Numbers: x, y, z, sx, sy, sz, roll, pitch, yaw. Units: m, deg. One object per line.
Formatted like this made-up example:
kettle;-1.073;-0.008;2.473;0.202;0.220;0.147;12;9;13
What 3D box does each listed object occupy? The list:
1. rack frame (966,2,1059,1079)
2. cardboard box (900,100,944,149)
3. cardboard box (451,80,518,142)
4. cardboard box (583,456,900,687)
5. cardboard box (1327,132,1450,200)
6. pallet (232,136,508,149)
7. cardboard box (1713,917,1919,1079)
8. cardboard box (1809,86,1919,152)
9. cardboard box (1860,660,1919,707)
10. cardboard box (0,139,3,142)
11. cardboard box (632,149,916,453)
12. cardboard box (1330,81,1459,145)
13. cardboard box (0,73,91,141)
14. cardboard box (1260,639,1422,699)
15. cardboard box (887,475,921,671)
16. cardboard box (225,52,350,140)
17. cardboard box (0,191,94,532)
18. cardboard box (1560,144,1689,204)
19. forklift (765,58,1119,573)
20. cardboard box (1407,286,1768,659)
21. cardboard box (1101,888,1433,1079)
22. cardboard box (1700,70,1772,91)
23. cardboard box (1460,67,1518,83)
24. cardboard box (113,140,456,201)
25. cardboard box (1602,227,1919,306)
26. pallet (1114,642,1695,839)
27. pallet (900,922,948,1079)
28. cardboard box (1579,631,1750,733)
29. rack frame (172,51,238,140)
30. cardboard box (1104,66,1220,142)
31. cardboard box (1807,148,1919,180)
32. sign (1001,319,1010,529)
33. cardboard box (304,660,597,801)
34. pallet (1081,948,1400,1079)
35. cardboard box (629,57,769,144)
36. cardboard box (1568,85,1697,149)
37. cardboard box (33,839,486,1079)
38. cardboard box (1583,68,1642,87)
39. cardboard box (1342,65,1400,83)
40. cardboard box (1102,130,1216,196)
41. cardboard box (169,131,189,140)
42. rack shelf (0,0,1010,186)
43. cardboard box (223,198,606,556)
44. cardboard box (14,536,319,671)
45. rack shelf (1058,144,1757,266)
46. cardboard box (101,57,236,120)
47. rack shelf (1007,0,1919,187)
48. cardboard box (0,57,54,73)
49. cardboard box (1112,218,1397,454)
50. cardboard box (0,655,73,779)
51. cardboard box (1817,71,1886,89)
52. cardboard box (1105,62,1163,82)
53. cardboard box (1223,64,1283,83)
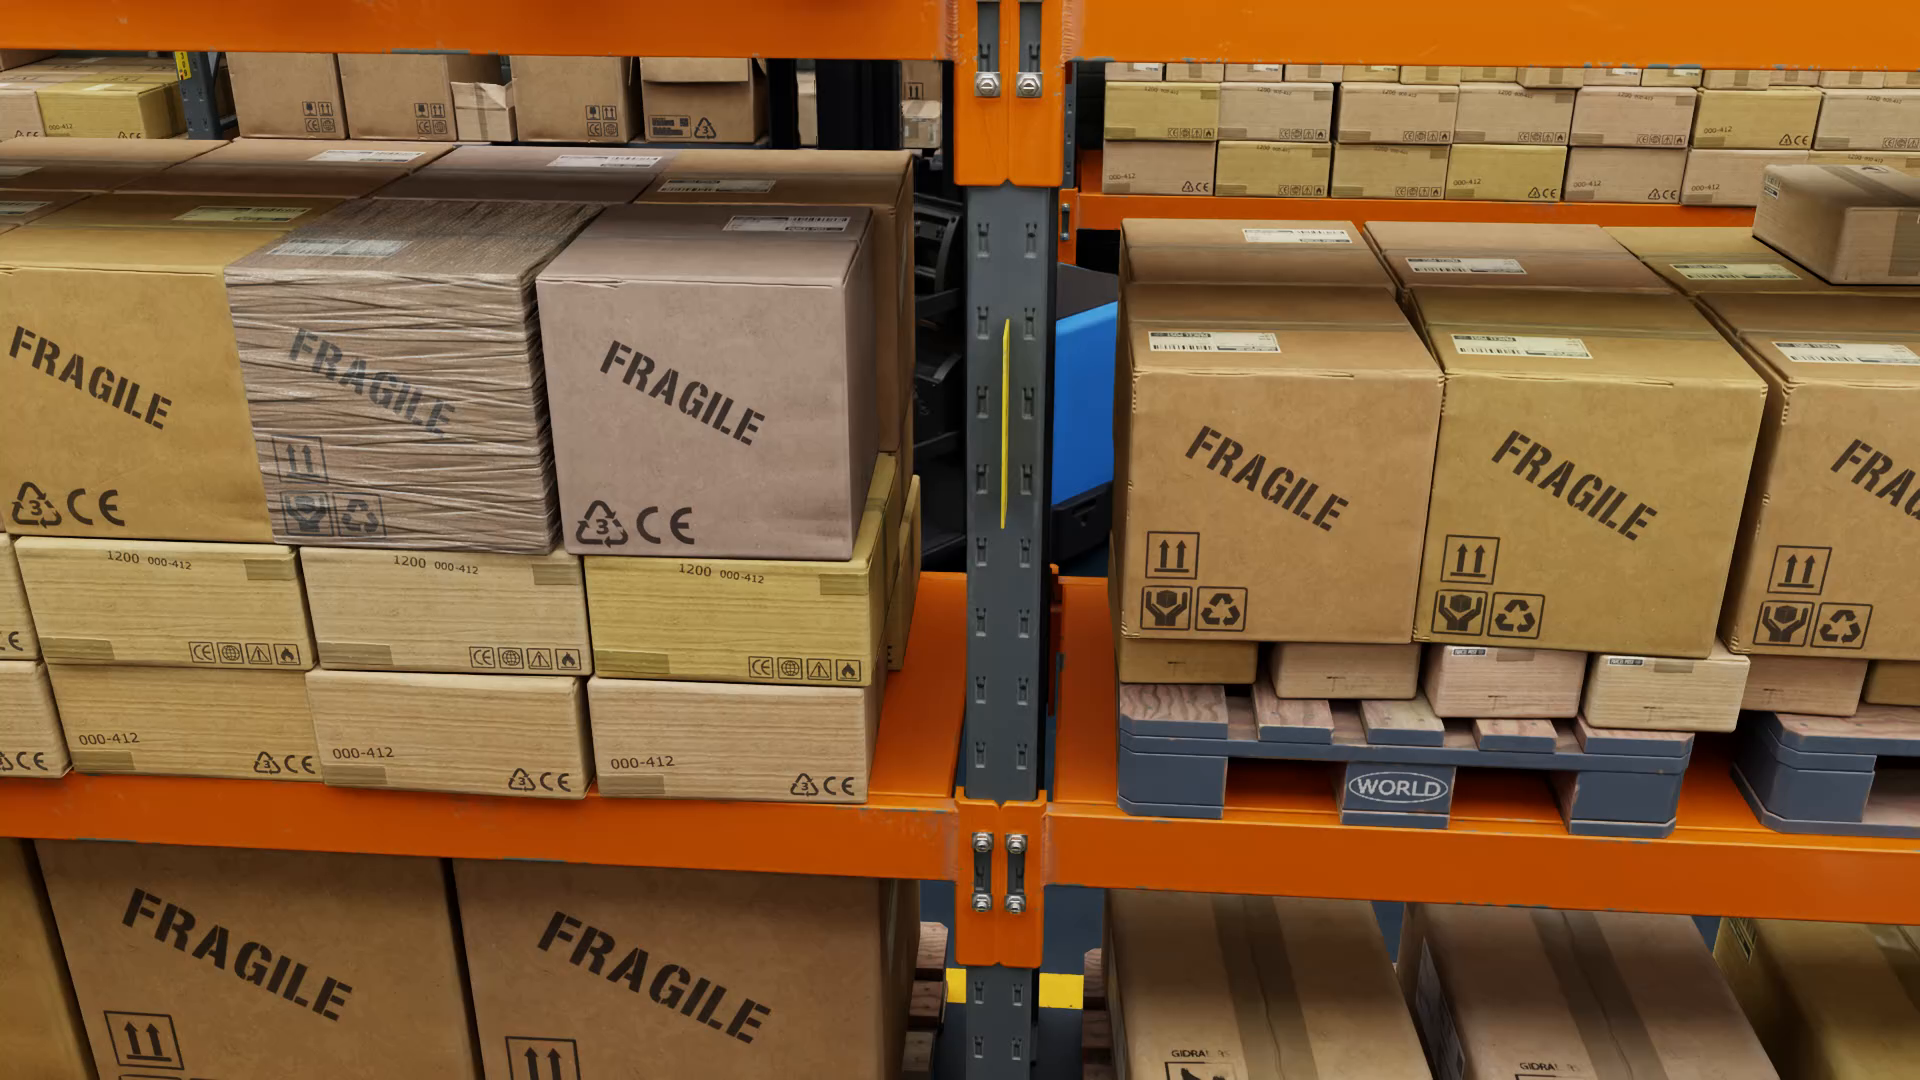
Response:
rack frame;0.112;0.110;3.424;0.127;3.000;1.000;2;25;4
cardboard box;-0.196;-1.897;7.583;0.250;0.149;0.380;2;25;5
cardboard box;-2.144;-2.013;7.694;0.258;0.266;0.396;3;25;7
cardboard box;-0.390;0.041;3.154;0.500;0.250;0.500;2;25;4
cardboard box;1.927;-1.743;7.630;0.500;0.250;0.500;1;25;2
pallet;-2.711;-1.929;8.084;1.213;0.211;1.003;2;25;4
cardboard box;2.167;1.182;3.735;0.625;0.372;0.950;3;25;6
cardboard box;3.968;-1.900;7.371;0.500;0.250;0.500;1;25;3
cardboard box;1.774;0.157;3.118;0.250;0.149;0.380;3;25;6
cardboard box;-2.391;-0.571;3.586;0.500;0.500;0.500;3;25;6
cardboard box;-0.361;-0.508;3.449;0.500;0.500;0.500;1;25;2
cardboard box;1.932;-1.962;7.506;0.500;0.250;0.500;1;25;3
cardboard box;-4.527;-2.079;8.003;0.500;0.250;0.500;2;25;4
cardboard box;0.701;0.144;3.147;0.250;0.149;0.380;0;25;1
cardboard box;-0.357;0.057;3.717;0.500;0.250;0.500;1;25;3
cardboard box;-3.035;-2.215;7.853;0.500;0.500;0.700;2;25;5
cardboard box;-1.934;-0.349;3.103;0.500;0.500;0.500;1;25;3
cardboard box;2.960;-1.713;7.563;0.500;0.250;0.500;2;25;4
forklift;-0.503;-1.116;6.168;1.130;2.935;3.031;22;33;39
cardboard box;1.063;-0.137;2.982;0.500;0.500;0.500;3;25;7
cardboard box;0.675;1.135;3.837;0.625;0.372;0.950;0;25;0
cardboard box;3.348;-2.074;7.272;0.250;0.149;0.380;1;25;2
cardboard box;2.338;-2.162;7.464;0.250;0.149;0.380;2;25;4
cardboard box;-1.371;-0.543;3.525;0.500;0.500;0.500;3;25;5
cardboard box;1.606;-0.335;3.413;0.500;0.500;0.500;0;25;0
pallet;0.831;0.175;3.511;1.003;0.211;1.213;2;25;4
pallet;-0.668;1.320;4.130;1.213;0.211;1.003;2;25;4
cardboard box;1.243;0.189;3.049;0.250;0.149;0.380;2;25;4
rack frame;-3.500;-2.087;8.198;0.127;3.000;1.000;2;25;4
cardboard box;0.910;-1.992;7.572;0.500;0.250;0.500;2;25;4
cardboard box;3.954;-1.670;7.471;0.500;0.250;0.500;2;25;5
sign;0.073;-0.185;2.679;0.005;0.325;0.100;2;25;4
cardboard box;-0.923;0.260;3.276;0.500;0.250;0.500;2;25;5
pallet;0.891;1.402;3.951;1.213;0.211;1.003;2;25;4
cardboard box;-1.153;-2.172;7.756;0.637;0.503;0.797;1;25;3
cardboard box;2.945;-1.932;7.441;0.500;0.250;0.500;2;25;5
cardboard box;-1.459;0.797;3.969;0.875;0.875;0.875;2;25;5
cardboard box;2.843;-2.118;7.370;0.250;0.149;0.380;2;25;4
cardboard box;1.823;-2.162;7.465;0.250;0.149;0.380;2;25;5
cardboard box;0.912;-1.775;7.699;0.500;0.250;0.500;2;25;4
cardboard box;-3.837;-1.878;8.044;0.250;0.149;0.380;2;25;5
rack shelf;-1.882;-0.990;3.086;4.000;0.370;1.077;2;25;4
cardboard box;-0.936;-0.311;3.021;0.500;0.500;0.500;2;25;5
cardboard box;-1.414;0.018;3.203;0.500;0.250;0.500;1;25;3
rack shelf;2.483;-1.569;7.931;4.000;0.370;1.077;2;25;4
cardboard box;-3.973;-2.283;8.446;0.500;0.250;0.500;2;25;3
rack shelf;2.106;-0.862;2.808;4.000;0.370;1.077;2;25;4
cardboard box;-4.988;-2.313;8.512;0.500;0.250;0.500;2;25;5
cardboard box;0.587;-0.363;3.473;0.500;0.500;0.500;1;25;2
cardboard box;-1.934;0.233;3.336;0.500;0.250;0.500;1;25;3
cardboard box;3.860;-2.091;7.309;0.250;0.149;0.380;1;25;3
cardboard box;0.784;-2.167;7.474;0.250;0.149;0.380;3;25;6
cardboard box;1.308;-2.161;7.462;0.250;0.149;0.380;3;25;5
